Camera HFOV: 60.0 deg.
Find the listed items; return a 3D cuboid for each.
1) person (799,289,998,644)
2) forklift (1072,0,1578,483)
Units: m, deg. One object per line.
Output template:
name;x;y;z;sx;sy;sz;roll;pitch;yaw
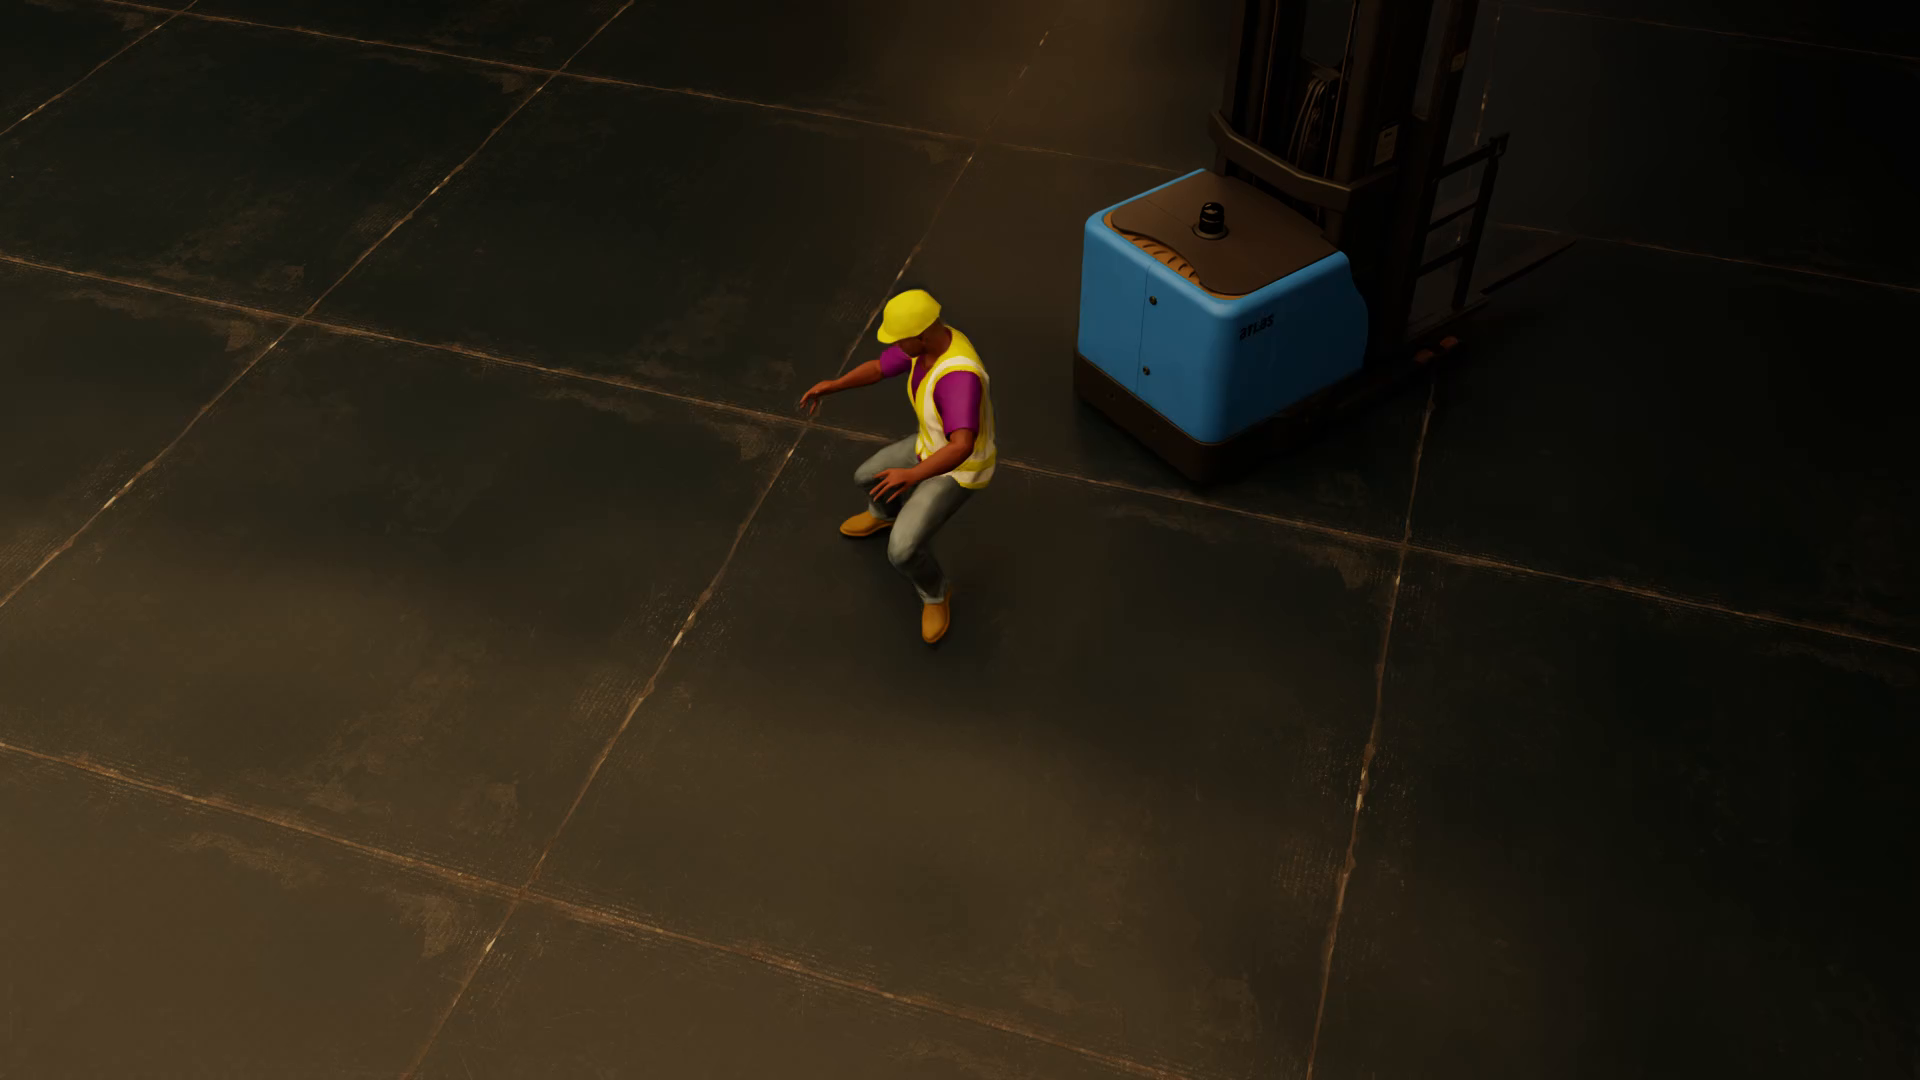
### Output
person;-0.242;-0.347;7.089;0.786;1.539;1.026;-11;44;-11
forklift;2.063;-2.169;8.021;3.031;2.935;1.130;-27;49;-26
